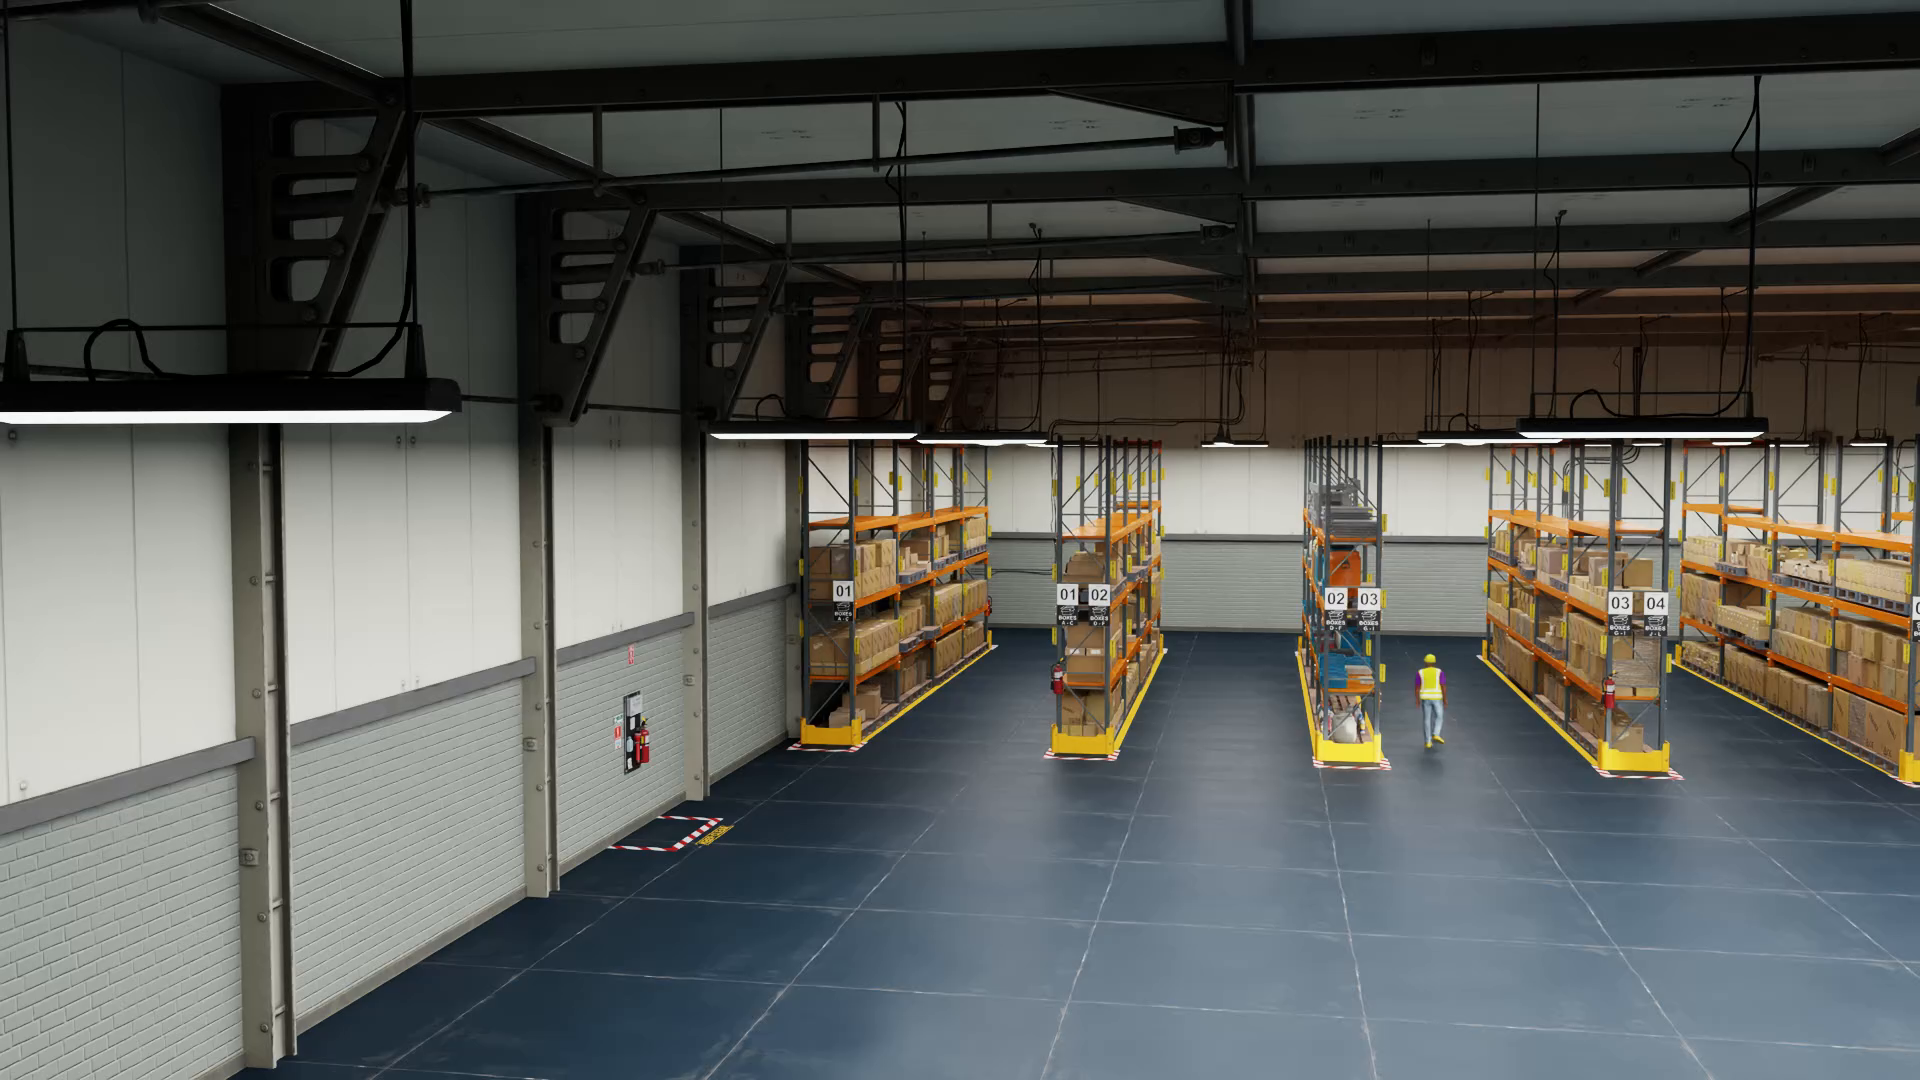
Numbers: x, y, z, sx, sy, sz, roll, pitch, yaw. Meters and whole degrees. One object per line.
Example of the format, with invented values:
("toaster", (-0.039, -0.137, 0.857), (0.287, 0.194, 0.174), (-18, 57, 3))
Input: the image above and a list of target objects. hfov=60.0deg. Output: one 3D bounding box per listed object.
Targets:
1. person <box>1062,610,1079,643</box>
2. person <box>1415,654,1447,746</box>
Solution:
("person", (3.091, 2.416, 46.550), (0.606, 1.587, 0.702), (1, 3, 21))
("person", (9.118, 3.089, 32.179), (0.619, 1.746, 0.507), (1, 3, 23))
